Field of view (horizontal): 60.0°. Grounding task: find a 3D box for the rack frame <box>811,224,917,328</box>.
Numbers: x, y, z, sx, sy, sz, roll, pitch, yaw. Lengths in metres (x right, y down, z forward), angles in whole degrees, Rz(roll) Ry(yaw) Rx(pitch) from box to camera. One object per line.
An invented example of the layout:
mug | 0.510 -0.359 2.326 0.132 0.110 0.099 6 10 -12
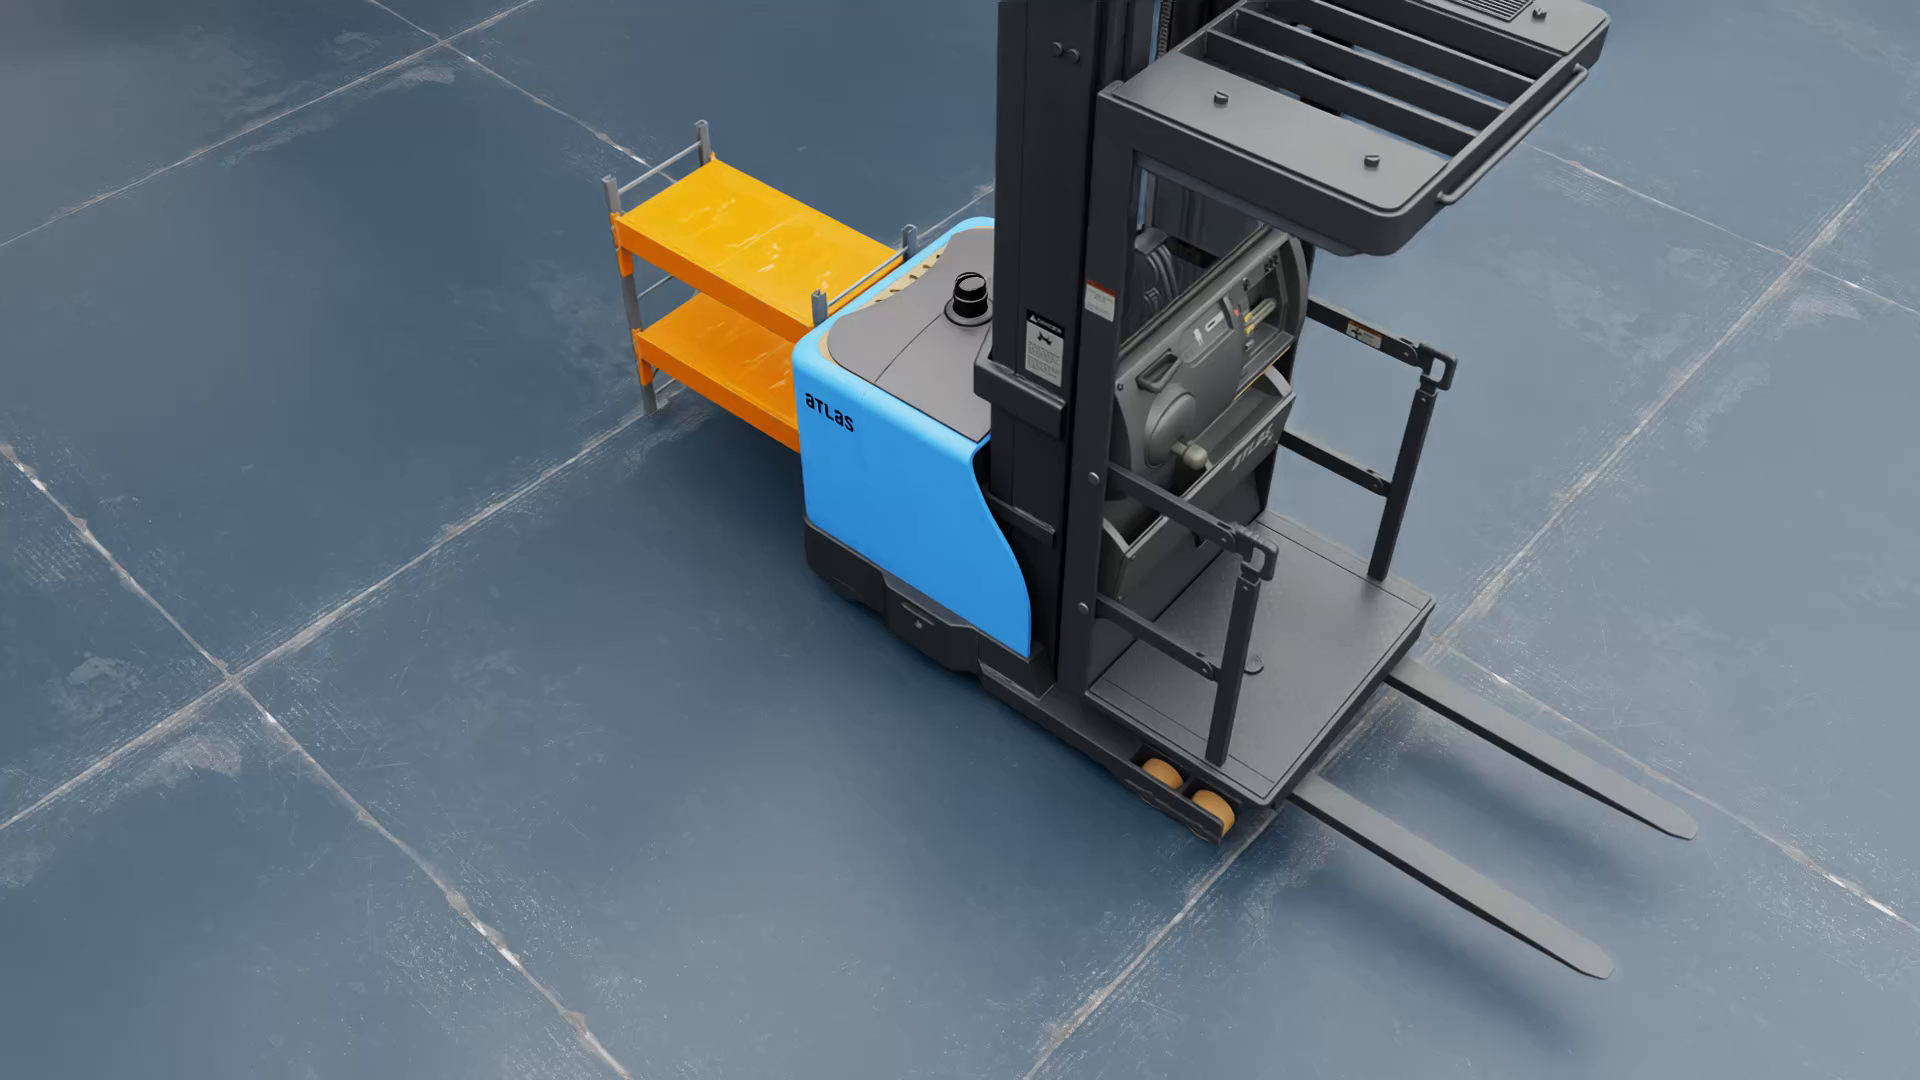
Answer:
rack frame | -0.321 -0.558 6.002 0.032 1.125 0.500 31 54 26

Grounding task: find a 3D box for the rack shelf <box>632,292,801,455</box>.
rack shelf | -0.713 -0.626 6.402 1.000 0.278 0.538 31 54 26

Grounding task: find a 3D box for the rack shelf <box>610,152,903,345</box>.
rack shelf | -0.713 -0.994 6.010 1.000 0.278 0.538 31 54 26

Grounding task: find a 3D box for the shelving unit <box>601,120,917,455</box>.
shelving unit | -0.713 -0.793 6.223 1.048 1.125 0.538 31 54 26

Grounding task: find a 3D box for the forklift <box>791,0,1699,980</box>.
forklift | 0.895 -0.480 4.690 3.031 2.935 1.130 31 54 26

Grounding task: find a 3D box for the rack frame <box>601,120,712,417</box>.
rack frame | -1.105 -1.029 6.444 0.032 1.125 0.500 31 54 26
